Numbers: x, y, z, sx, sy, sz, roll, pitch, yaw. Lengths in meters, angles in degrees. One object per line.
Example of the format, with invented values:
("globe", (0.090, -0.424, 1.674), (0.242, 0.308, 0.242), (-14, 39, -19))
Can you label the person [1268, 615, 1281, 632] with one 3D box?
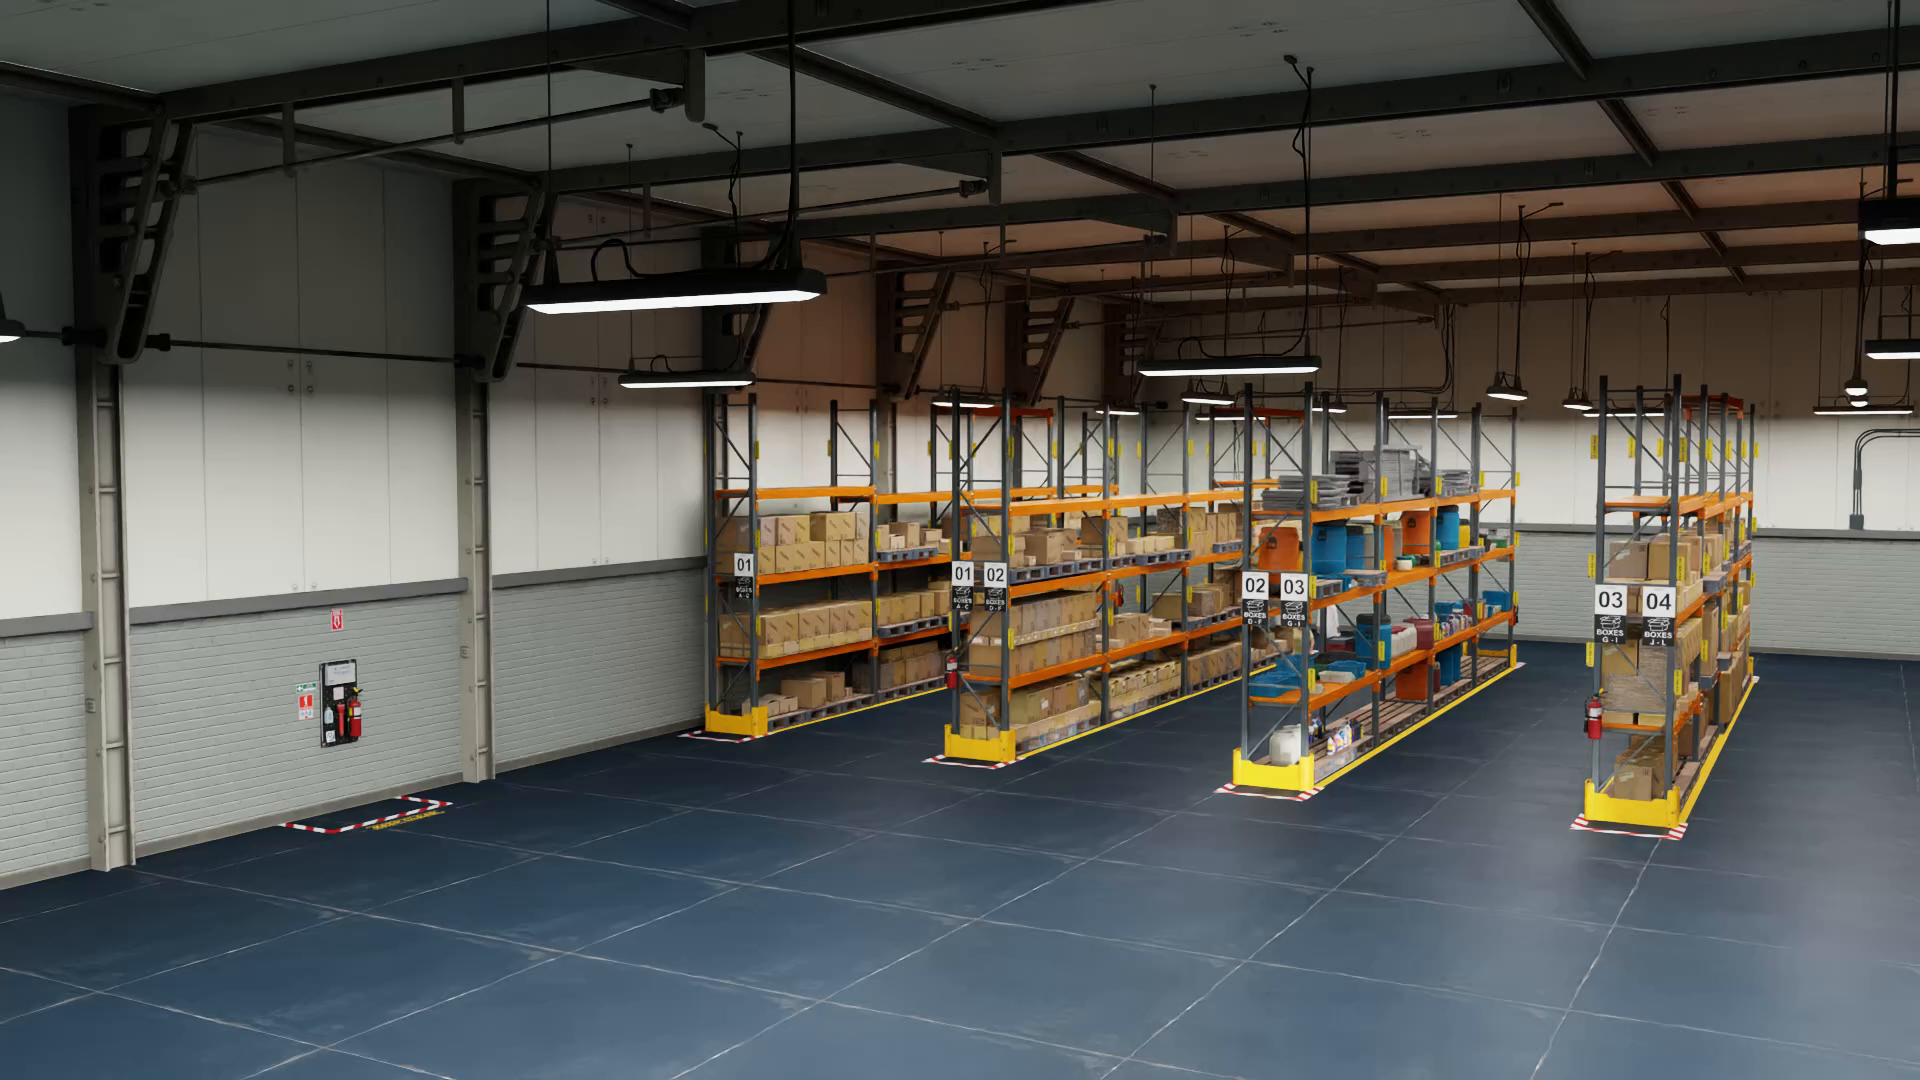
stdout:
("person", (8.560, 1.739, 44.874), (0.508, 1.629, 0.952), (-2, 4, -34))

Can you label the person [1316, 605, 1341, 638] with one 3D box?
("person", (8.487, 2.022, 38.512), (0.555, 1.781, 0.620), (-2, 4, -37))

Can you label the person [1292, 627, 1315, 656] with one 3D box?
("person", (7.066, 2.346, 34.049), (0.510, 1.651, 0.604), (3, 4, 39))
